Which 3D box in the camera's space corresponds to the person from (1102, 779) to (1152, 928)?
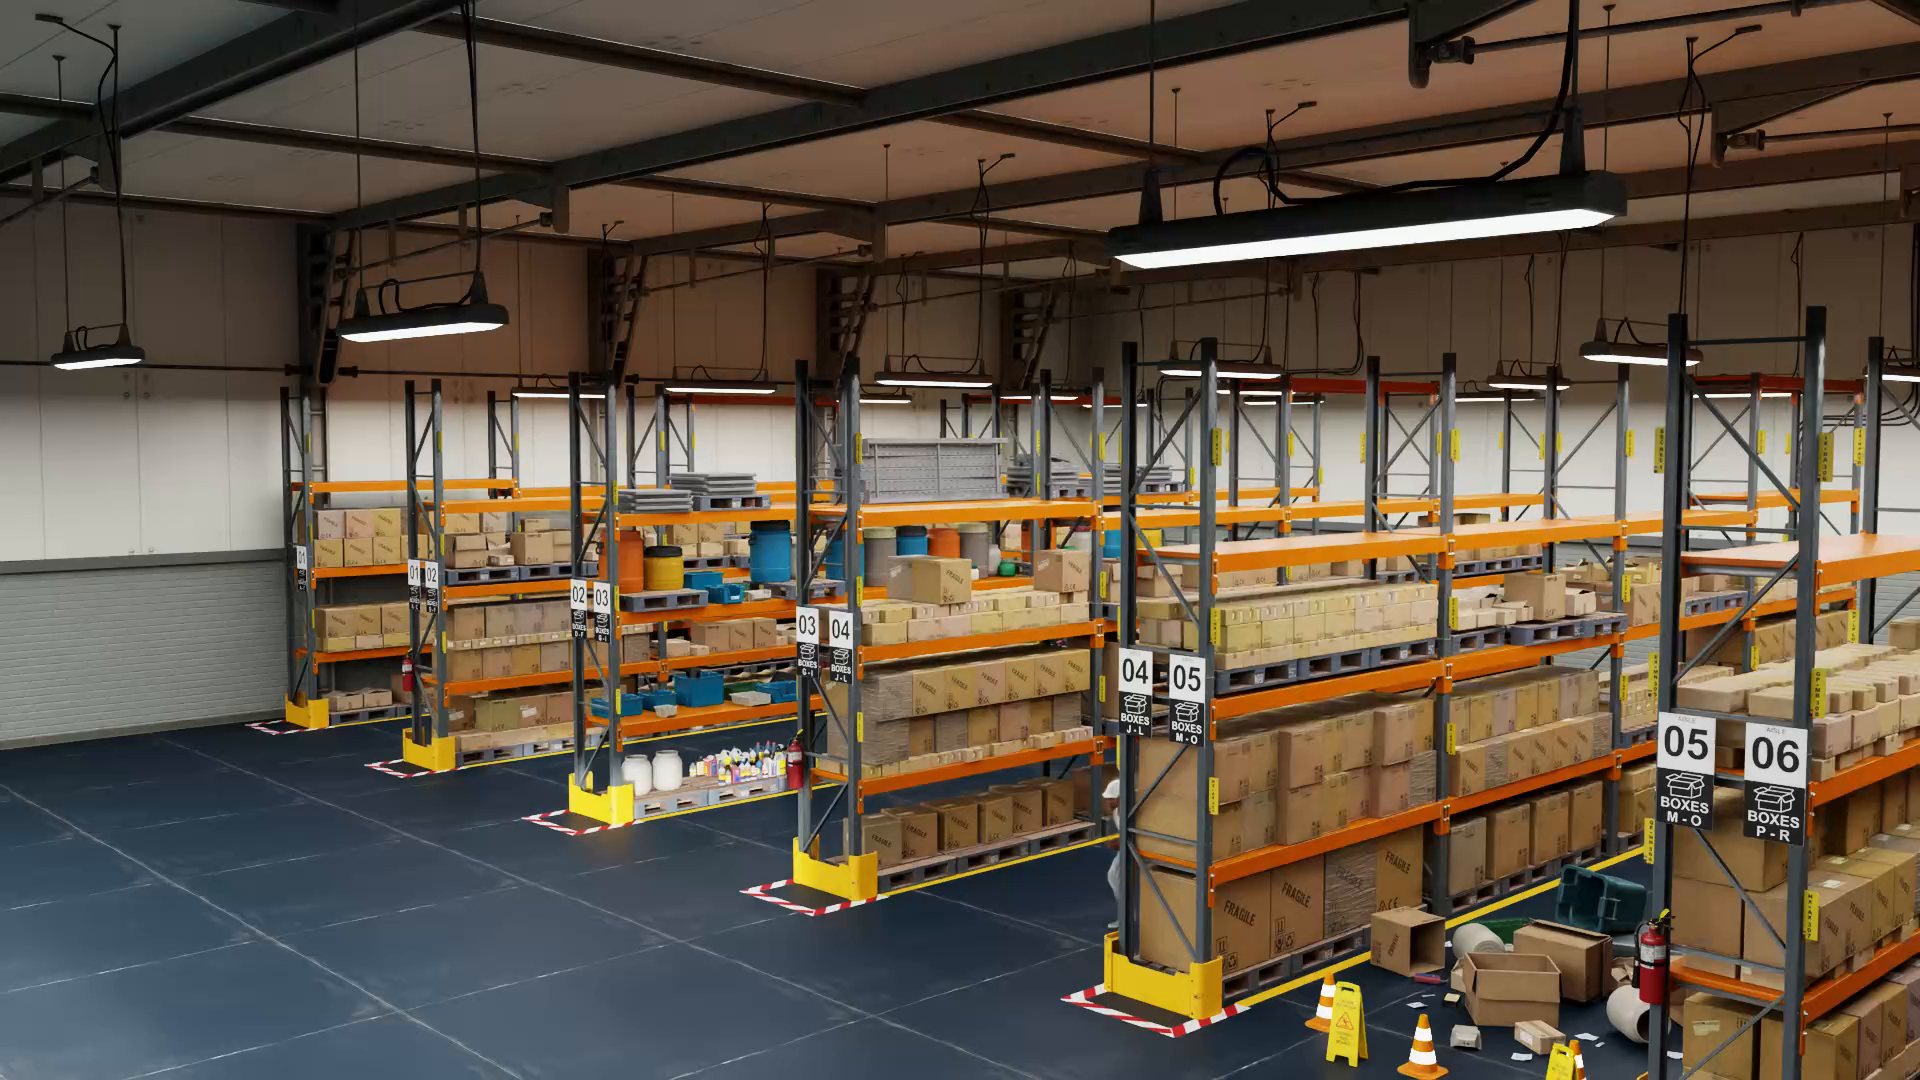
[{"bbox_3d":[1.904,3.236,17.358,1.110,1.573,0.710,-2,4,-31],"label":"person"}]
